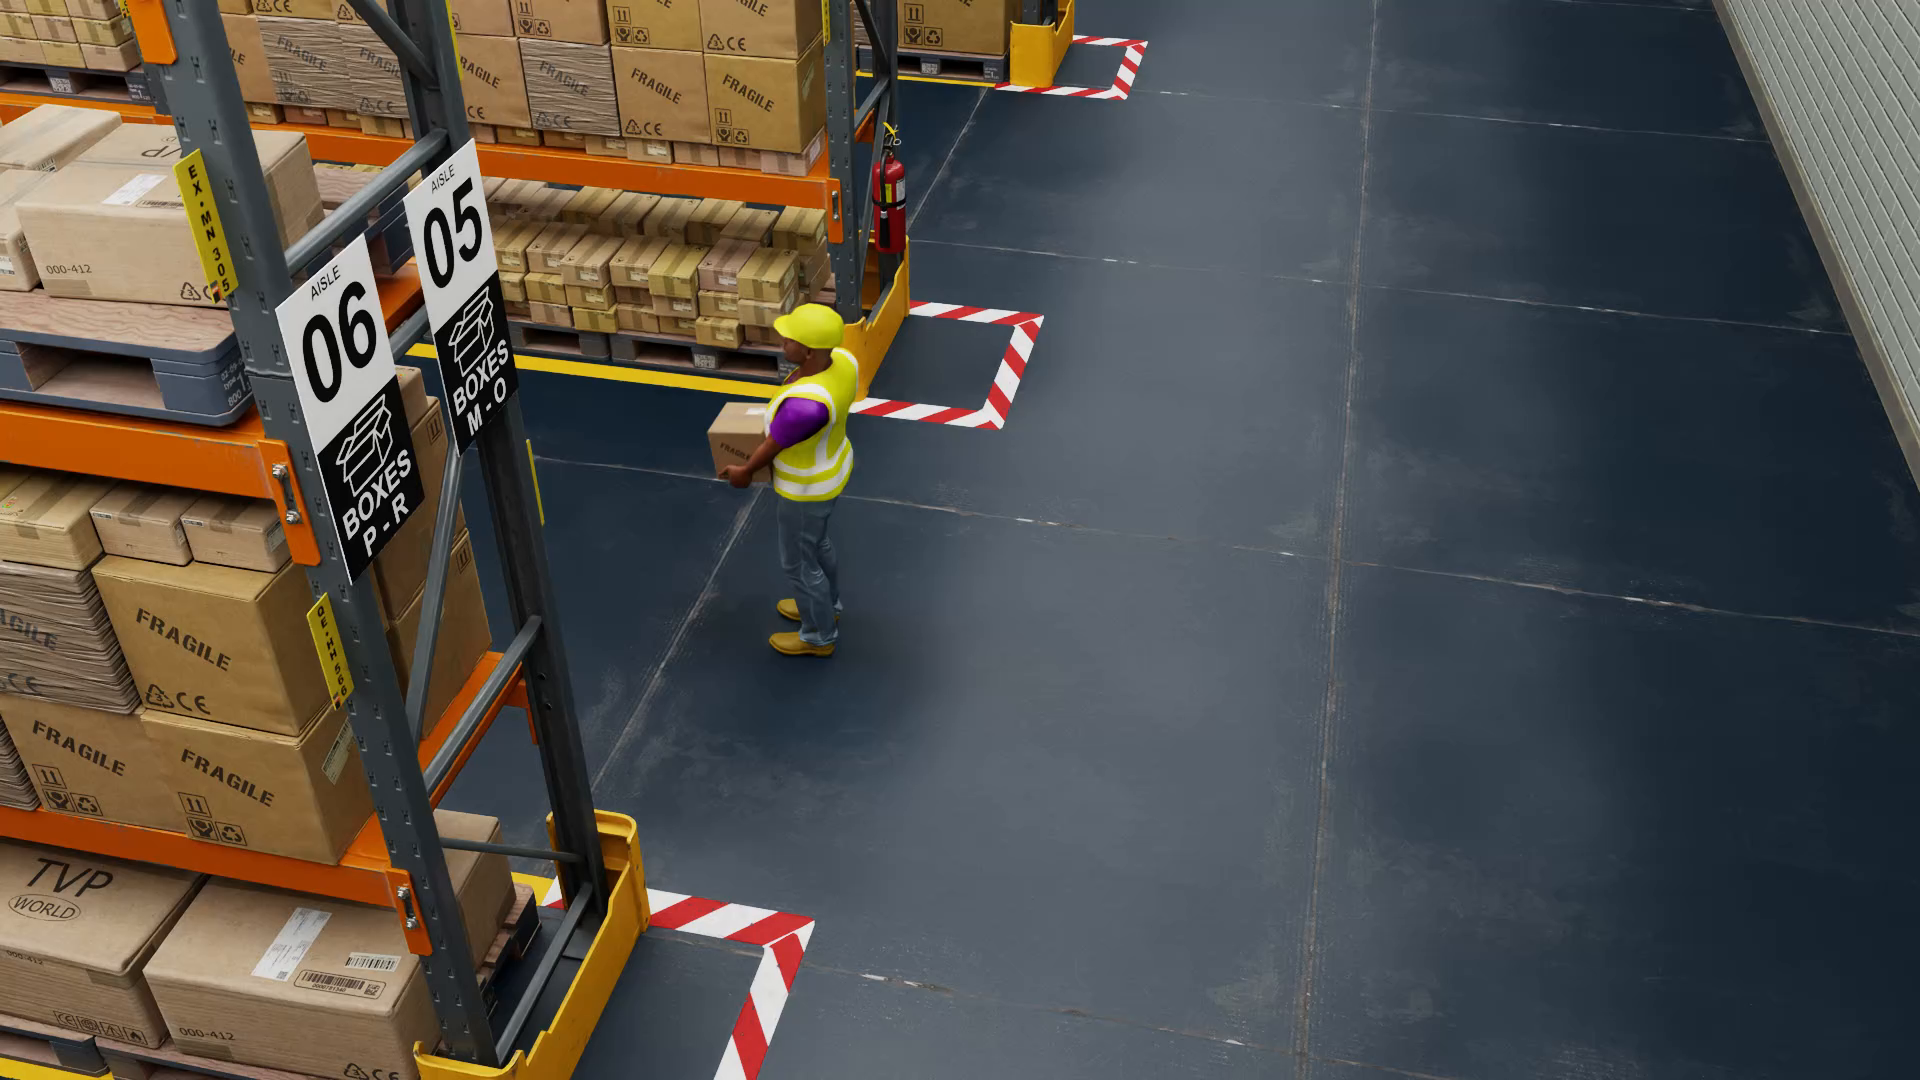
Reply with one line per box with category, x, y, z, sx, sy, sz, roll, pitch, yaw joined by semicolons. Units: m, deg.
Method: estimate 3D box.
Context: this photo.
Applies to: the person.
person;-0.747;-0.271;7.320;0.577;1.758;0.503;8;37;11
